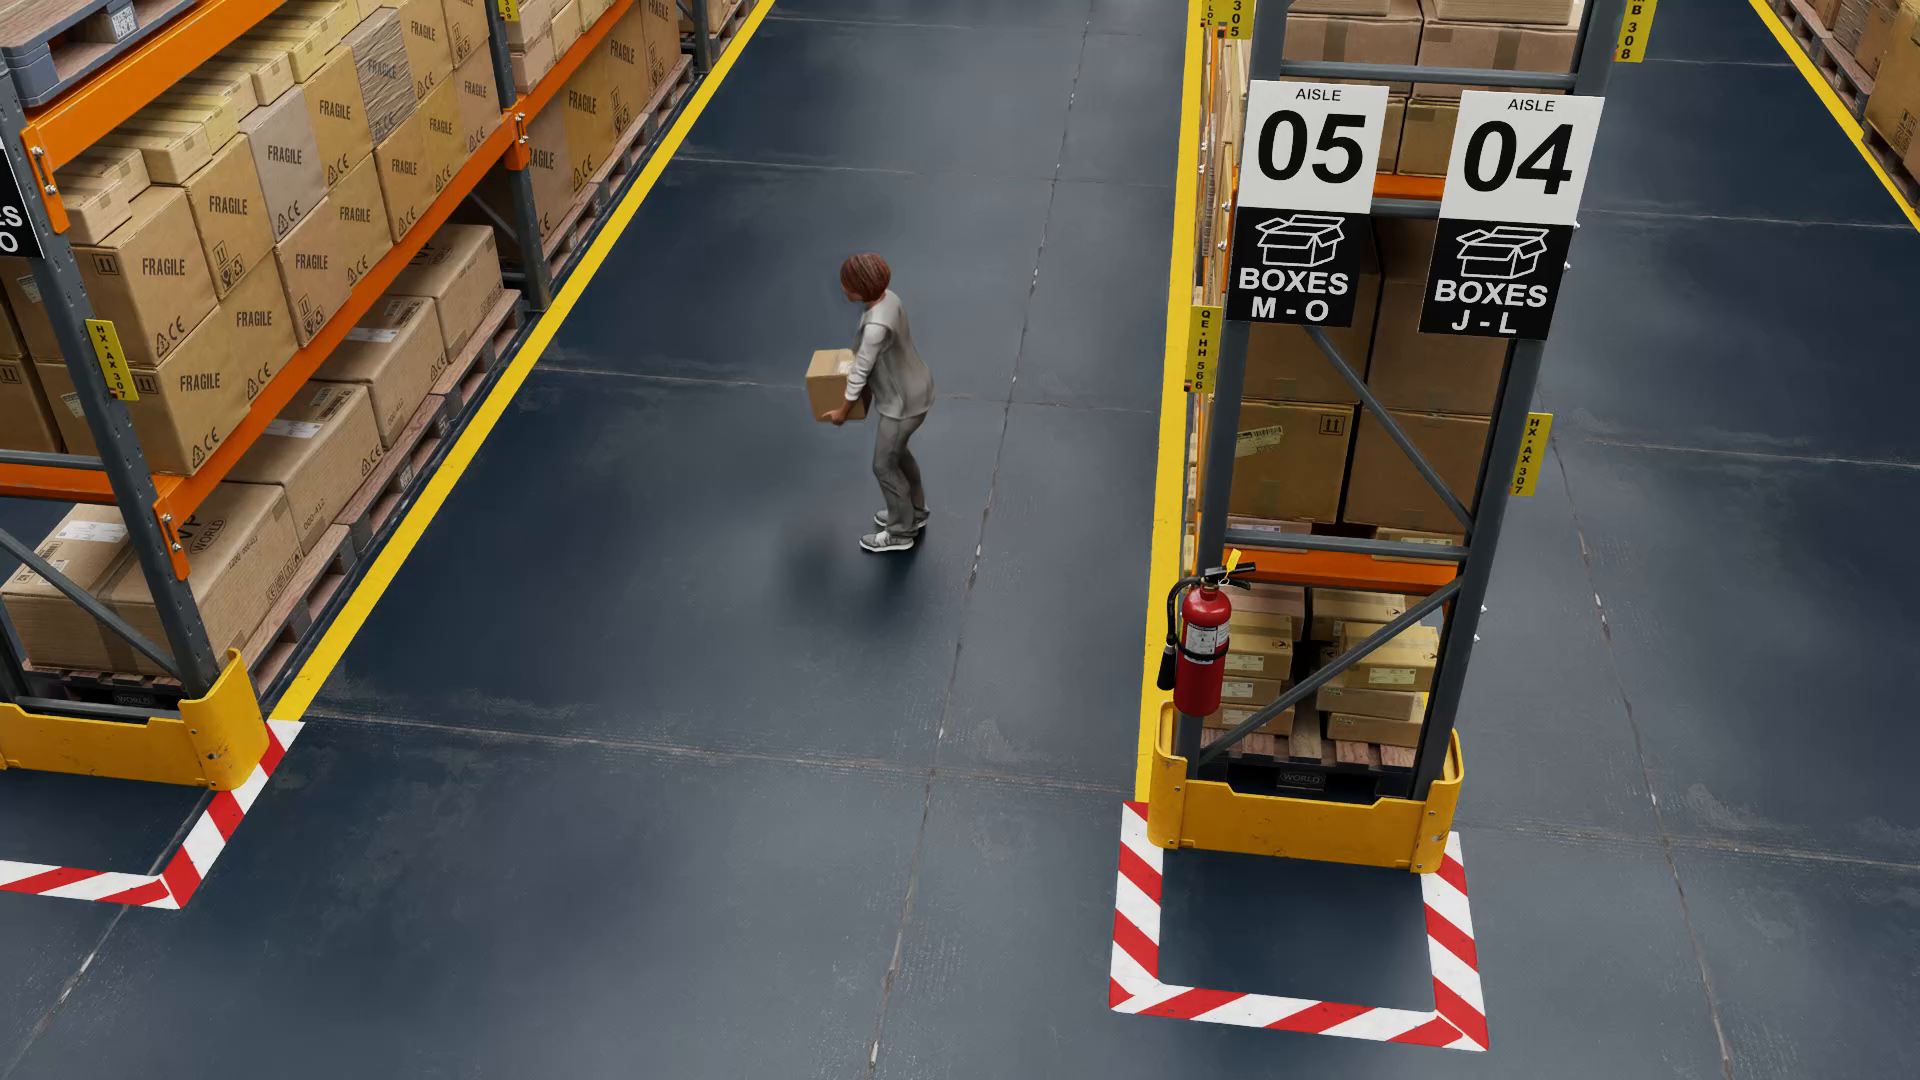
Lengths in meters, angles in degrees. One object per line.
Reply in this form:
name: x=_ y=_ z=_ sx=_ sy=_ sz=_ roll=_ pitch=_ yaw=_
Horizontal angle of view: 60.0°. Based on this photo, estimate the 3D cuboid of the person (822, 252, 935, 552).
person: x=-0.380 y=-0.645 z=7.949 sx=0.524 sy=1.560 sz=0.372 roll=4 pitch=37 yaw=5
